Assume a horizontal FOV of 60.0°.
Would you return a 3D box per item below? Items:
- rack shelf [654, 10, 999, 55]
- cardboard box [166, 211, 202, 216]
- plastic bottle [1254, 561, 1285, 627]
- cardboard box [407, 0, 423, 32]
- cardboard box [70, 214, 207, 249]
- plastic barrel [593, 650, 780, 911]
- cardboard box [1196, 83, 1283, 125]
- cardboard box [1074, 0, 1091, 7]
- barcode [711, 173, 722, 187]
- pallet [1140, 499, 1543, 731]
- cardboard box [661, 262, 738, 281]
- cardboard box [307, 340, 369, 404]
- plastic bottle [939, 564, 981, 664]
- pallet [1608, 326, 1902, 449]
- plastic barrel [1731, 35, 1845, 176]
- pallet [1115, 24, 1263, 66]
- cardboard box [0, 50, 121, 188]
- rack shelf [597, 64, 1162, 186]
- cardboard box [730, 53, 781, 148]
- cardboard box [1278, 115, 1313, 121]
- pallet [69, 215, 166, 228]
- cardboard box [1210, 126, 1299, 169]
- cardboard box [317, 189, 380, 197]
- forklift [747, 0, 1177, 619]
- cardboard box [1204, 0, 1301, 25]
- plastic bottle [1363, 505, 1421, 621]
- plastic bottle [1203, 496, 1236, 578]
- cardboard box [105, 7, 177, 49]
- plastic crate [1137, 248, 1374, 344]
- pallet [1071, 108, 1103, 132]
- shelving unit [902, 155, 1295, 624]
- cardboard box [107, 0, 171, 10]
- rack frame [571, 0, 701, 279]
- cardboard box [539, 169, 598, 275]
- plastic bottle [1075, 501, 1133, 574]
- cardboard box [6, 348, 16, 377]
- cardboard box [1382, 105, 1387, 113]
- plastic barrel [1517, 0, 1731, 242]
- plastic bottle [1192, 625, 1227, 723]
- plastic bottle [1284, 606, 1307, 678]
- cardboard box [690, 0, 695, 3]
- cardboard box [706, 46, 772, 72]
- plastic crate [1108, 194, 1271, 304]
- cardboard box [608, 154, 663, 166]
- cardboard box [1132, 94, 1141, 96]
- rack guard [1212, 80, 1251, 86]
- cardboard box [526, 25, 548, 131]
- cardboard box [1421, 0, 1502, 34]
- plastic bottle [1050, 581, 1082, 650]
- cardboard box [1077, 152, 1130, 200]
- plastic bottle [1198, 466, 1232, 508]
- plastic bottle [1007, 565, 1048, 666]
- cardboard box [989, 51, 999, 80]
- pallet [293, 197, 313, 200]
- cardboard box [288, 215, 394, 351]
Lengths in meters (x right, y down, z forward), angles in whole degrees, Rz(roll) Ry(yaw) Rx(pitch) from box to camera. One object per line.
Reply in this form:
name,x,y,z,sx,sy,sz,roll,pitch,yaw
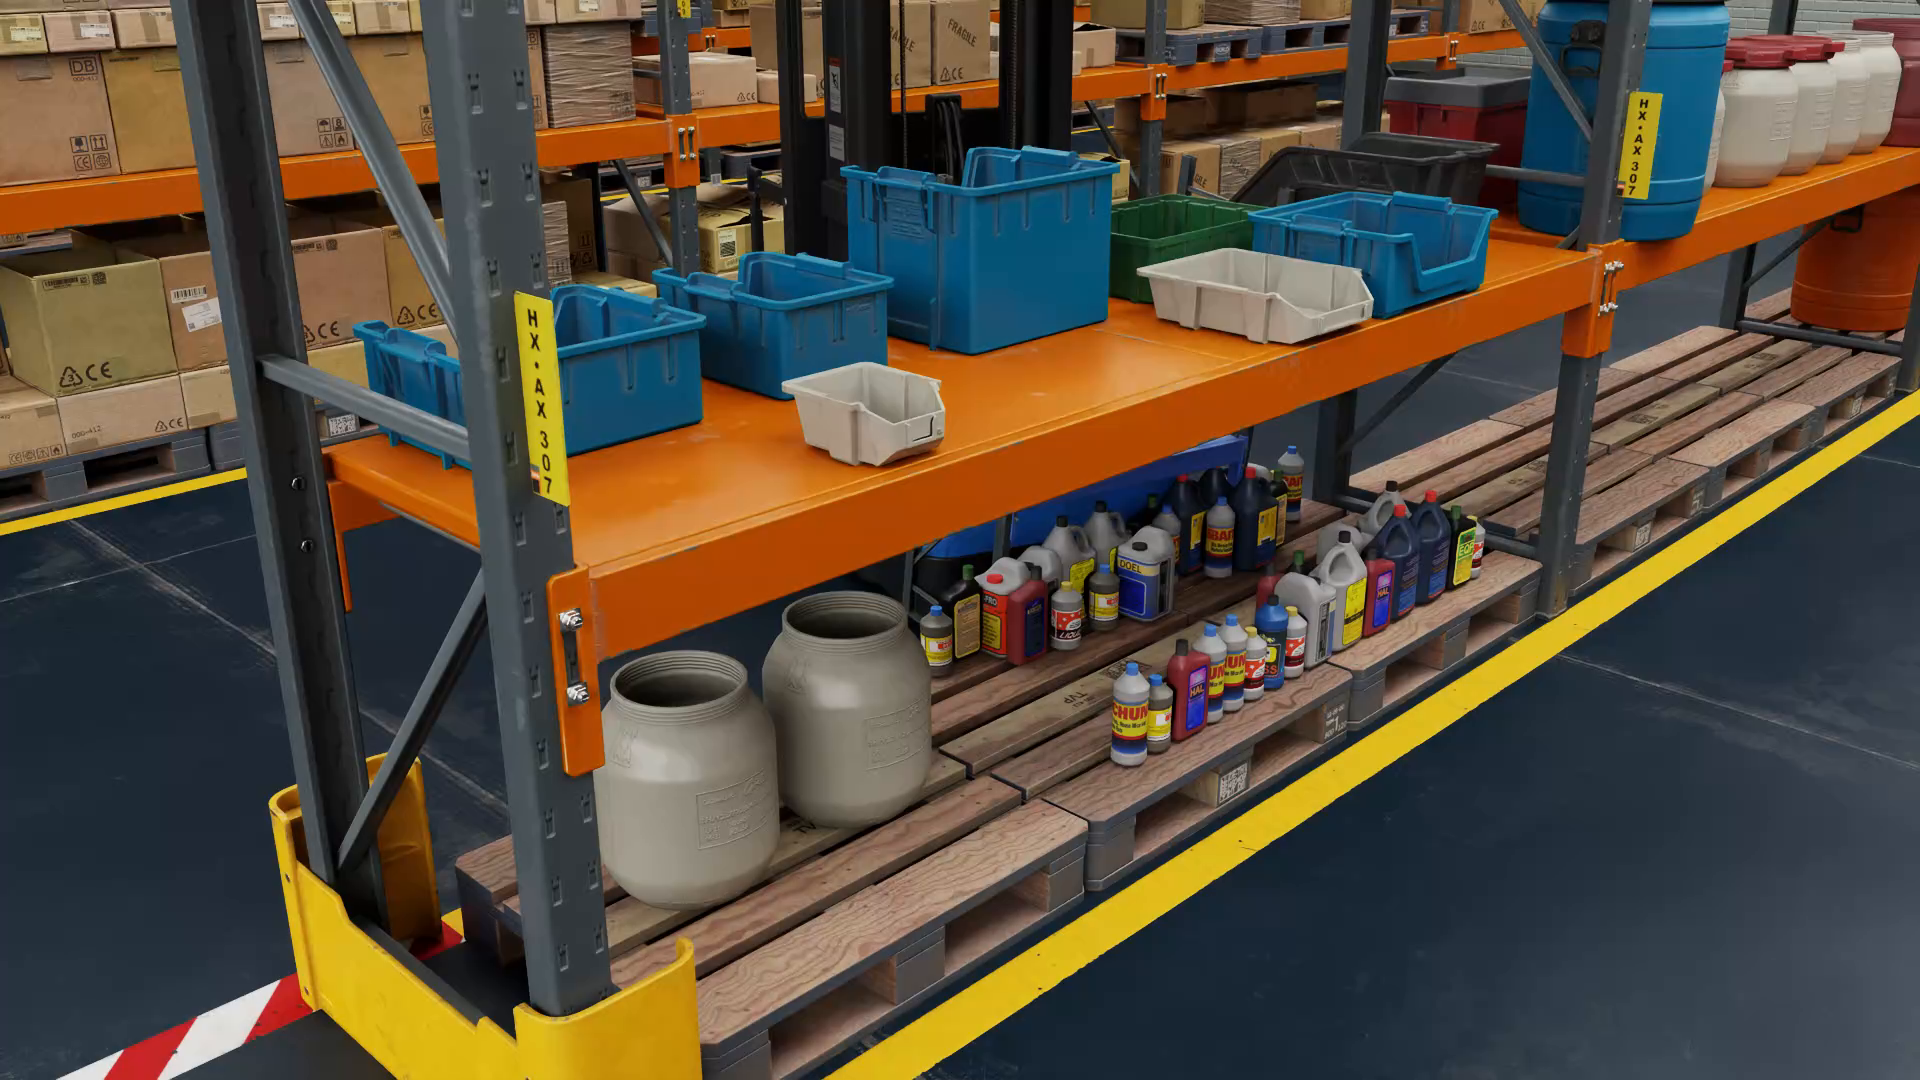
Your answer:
rack shelf,-1.159,-4.940,16.250,1.077,0.370,4.000,19,28,41
cardboard box,-5.696,-2.472,12.160,0.380,0.166,0.250,15,26,34
plastic bottle,0.959,0.193,5.065,0.061,0.283,0.133,19,28,41
cardboard box,-2.540,-2.460,7.750,0.380,0.149,0.250,19,28,40
cardboard box,-3.735,-1.202,7.724,0.500,0.500,0.500,19,28,41
plastic barrel,-0.632,0.551,3.842,0.421,0.512,0.421,0,21,0
cardboard box,2.229,-3.490,13.300,0.500,0.250,0.500,19,28,40
cardboard box,1.140,-6.252,18.241,0.980,0.700,0.700,18,28,39
barcode,-1.316,-1.943,8.981,0.001,0.075,0.075,19,28,41
pallet,1.255,0.210,5.735,1.003,0.211,1.213,19,28,41
cardboard box,-1.334,-1.449,9.411,0.500,0.250,0.500,18,28,39
cardboard box,-3.002,-0.847,7.843,0.500,0.250,0.500,19,28,41
plastic bottle,-0.001,0.220,4.994,0.133,0.283,0.061,-19,28,-41
pallet,3.976,-0.791,8.339,1.003,0.211,1.213,19,28,41
plastic barrel,3.392,-1.808,6.909,0.433,0.535,0.433,0,21,0
pallet,1.420,-3.625,12.093,1.213,0.211,1.003,19,28,41
cardboard box,-3.885,-1.766,6.850,0.500,0.500,0.700,-19,28,-41
rack shelf,-0.397,-2.673,10.351,1.077,0.370,4.000,19,28,41
cardboard box,-1.947,-4.111,15.500,0.750,0.750,0.750,19,28,40
cardboard box,2.558,-3.260,13.746,0.500,0.500,0.500,20,29,41
pallet,-5.788,-2.251,12.136,1.003,0.211,1.213,19,28,41
cardboard box,2.235,-2.871,12.734,0.500,0.500,0.500,19,28,40
cardboard box,-4.843,-2.966,12.980,0.500,0.500,0.700,-19,28,-40
forklift,-0.261,-1.572,6.578,1.130,2.935,3.031,-9,23,-23
cardboard box,2.131,-4.143,12.448,0.500,0.500,0.700,-14,25,-32
plastic bottle,1.377,0.064,5.306,0.144,0.351,0.185,18,27,38
plastic bottle,0.879,-0.015,5.622,0.097,0.271,0.097,0,21,0
cardboard box,-3.436,-2.129,6.889,0.380,0.149,0.250,18,27,39
plastic crate,0.802,-0.650,4.453,0.530,0.136,0.437,19,28,41
pallet,0.823,-4.664,18.416,1.003,0.211,1.213,19,28,41
shelving unit,0.433,-0.435,5.487,1.048,1.500,0.538,-13,31,-34
cardboard box,-3.497,-2.516,6.991,0.700,0.500,0.500,19,28,41
rack frame,-1.793,-2.495,8.885,1.000,3.000,0.127,19,28,41
cardboard box,-2.341,-1.717,9.062,0.500,0.500,0.500,19,28,41
plastic bottle,0.465,0.038,5.373,0.144,0.351,0.185,19,28,40
cardboard box,-4.081,-0.723,7.521,0.500,0.250,0.500,19,28,41
cardboard box,3.649,-3.391,14.088,0.500,0.500,0.500,19,28,40
plastic barrel,2.240,-1.512,5.628,0.600,0.901,0.708,19,28,41
plastic bottle,0.690,0.366,4.631,0.097,0.271,0.097,0,21,0
plastic bottle,0.973,0.295,4.914,0.097,0.201,0.097,0,21,0
cardboard box,-2.413,-5.144,15.196,0.500,0.500,0.500,19,28,41
cardboard box,-1.311,-2.704,9.616,0.396,0.266,0.258,18,28,39
plastic crate,0.604,-0.877,4.971,0.450,0.188,0.662,19,28,41
cardboard box,-3.019,-3.602,14.637,0.500,0.500,0.700,-20,29,-41
cardboard box,1.911,-5.385,19.302,0.700,0.500,0.500,18,27,39
rack guard,3.043,-5.658,20.598,1.175,0.500,0.348,19,28,41
cardboard box,-2.461,-2.289,8.209,0.700,0.500,0.500,19,28,40
cardboard box,4.339,-4.661,14.380,0.500,0.500,0.500,-19,28,-41
plastic bottle,0.325,0.226,5.093,0.097,0.201,0.097,0,21,0
cardboard box,0.809,-2.501,11.366,0.500,0.311,0.500,-19,28,-41
plastic bottle,0.893,-0.119,5.783,0.185,0.351,0.144,-19,28,-41
plastic bottle,0.202,0.223,4.985,0.061,0.283,0.133,19,28,41
cardboard box,0.148,-3.064,10.715,0.250,0.149,0.380,-18,27,-38
pallet,-4.802,-2.633,13.130,1.003,0.211,1.213,19,28,41
cardboard box,-3.001,-1.196,7.708,0.500,0.500,0.500,19,28,41
